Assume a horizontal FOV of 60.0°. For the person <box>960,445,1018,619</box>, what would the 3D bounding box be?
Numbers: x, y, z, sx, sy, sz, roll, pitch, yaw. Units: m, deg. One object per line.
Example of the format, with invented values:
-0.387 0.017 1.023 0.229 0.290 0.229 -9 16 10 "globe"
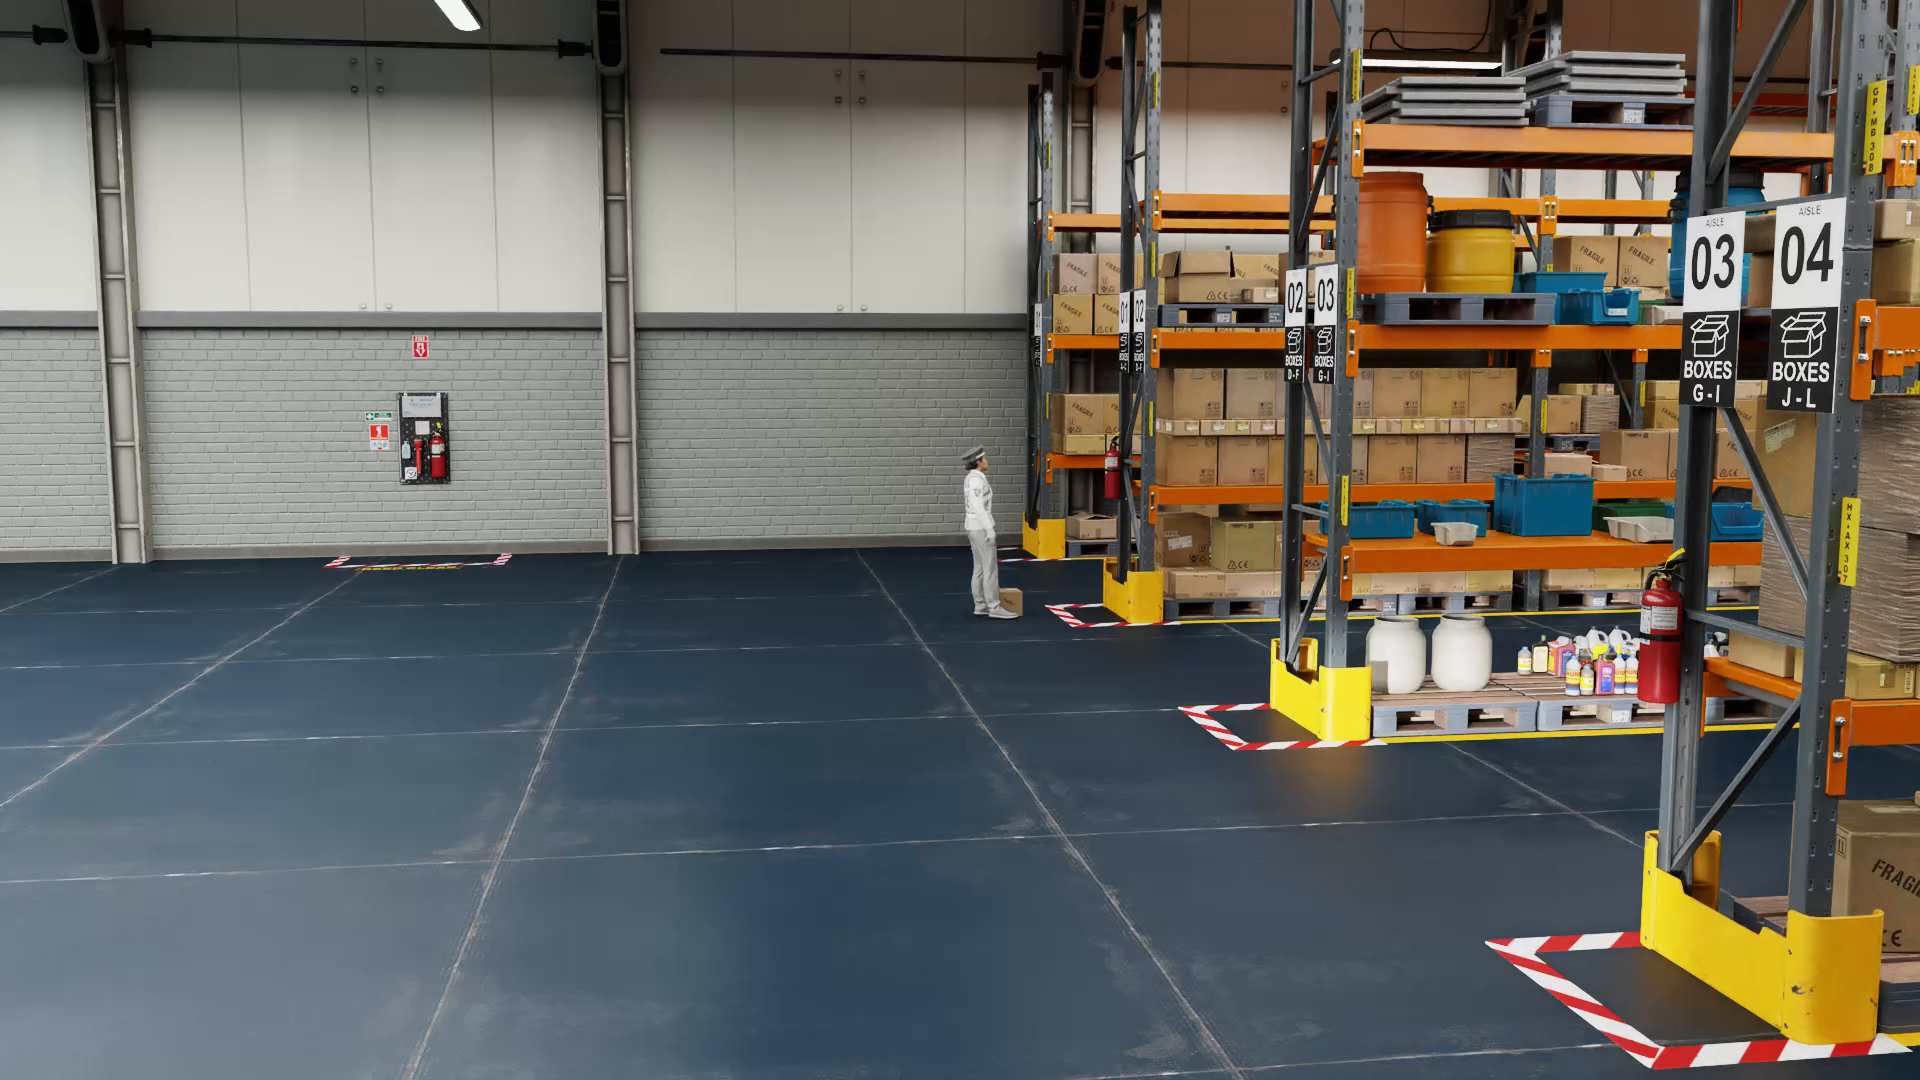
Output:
0.276 -0.095 16.436 0.531 1.694 0.586 -1 7 -9 "person"
